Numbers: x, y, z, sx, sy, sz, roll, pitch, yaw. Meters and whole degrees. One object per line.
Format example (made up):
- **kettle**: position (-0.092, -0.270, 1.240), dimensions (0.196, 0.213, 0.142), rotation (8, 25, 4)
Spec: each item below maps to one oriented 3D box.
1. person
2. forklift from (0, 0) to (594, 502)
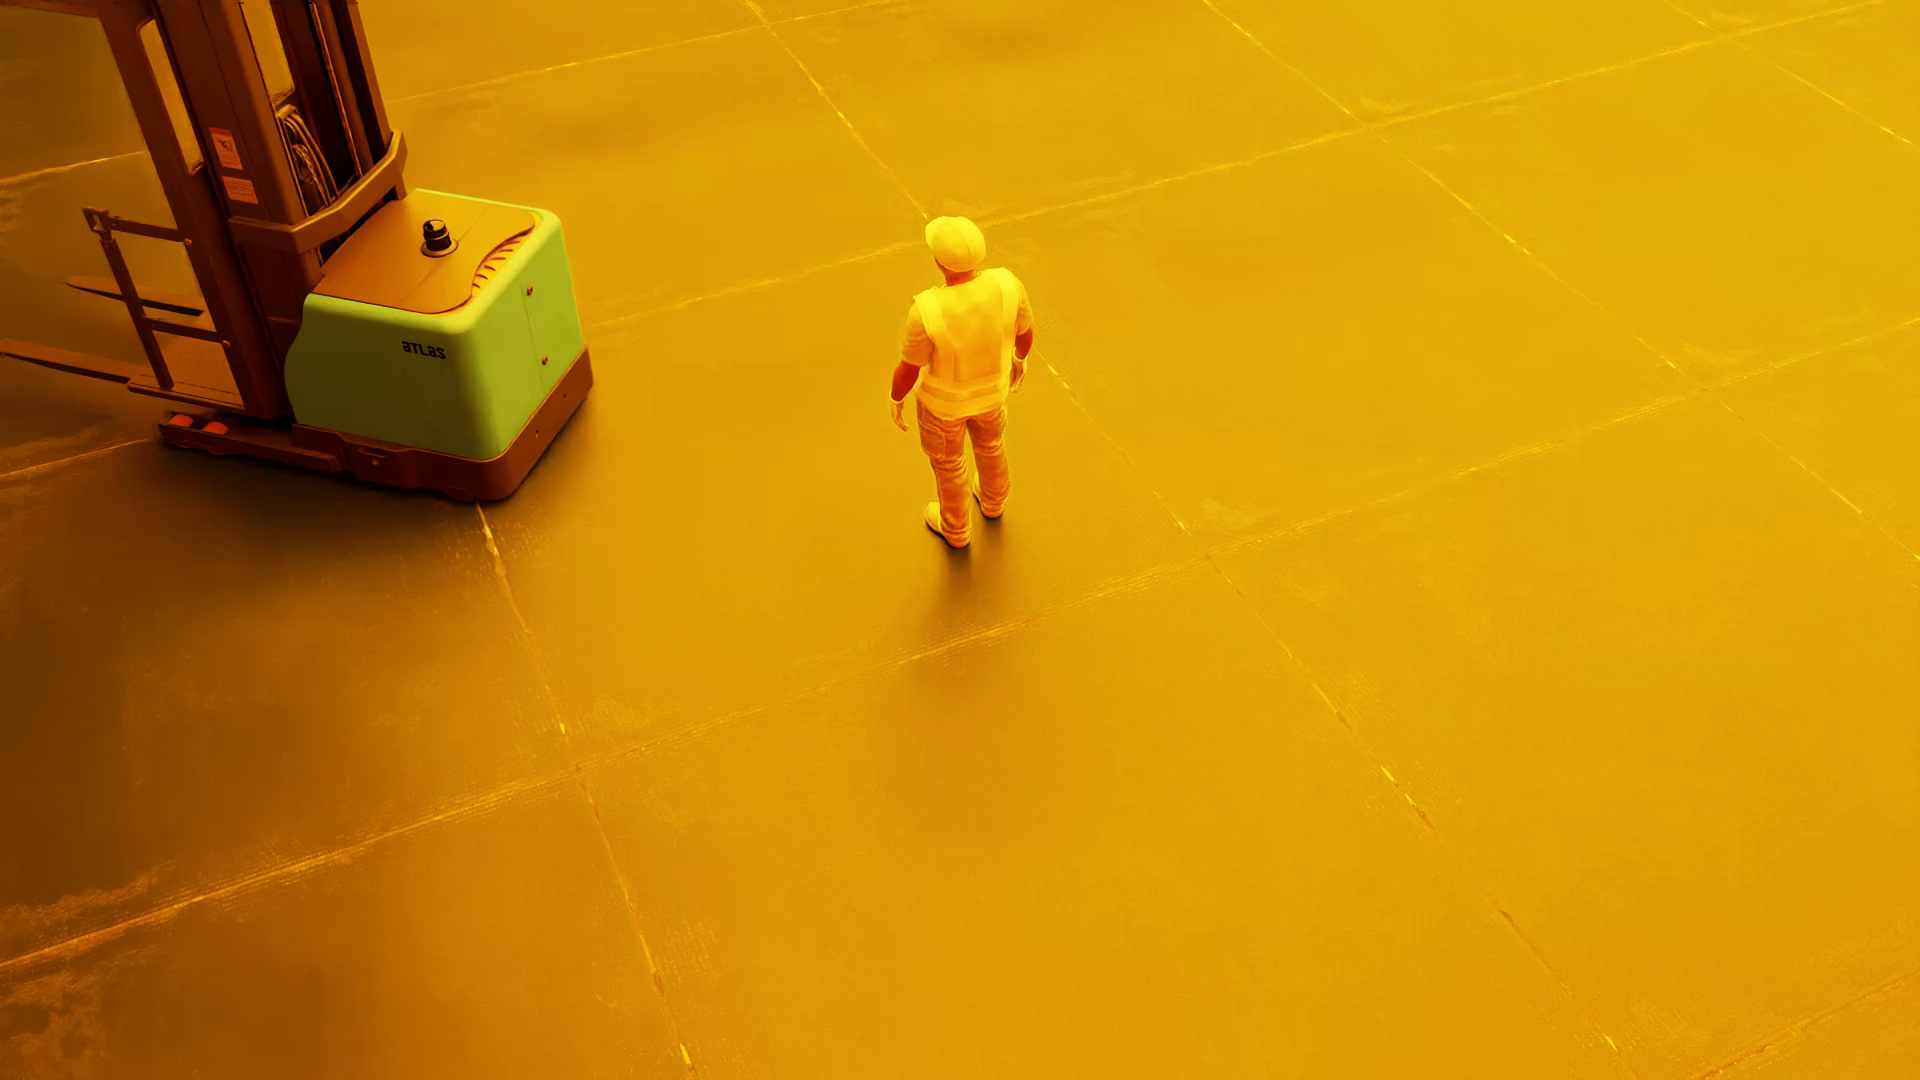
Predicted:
- **person**: position (-0.023, -0.704, 7.266), dimensions (0.656, 1.784, 0.575), rotation (-18, 46, -18)
- **forklift**: position (-3.466, -1.828, 7.639), dimensions (3.031, 2.935, 1.130), rotation (11, 44, 12)
